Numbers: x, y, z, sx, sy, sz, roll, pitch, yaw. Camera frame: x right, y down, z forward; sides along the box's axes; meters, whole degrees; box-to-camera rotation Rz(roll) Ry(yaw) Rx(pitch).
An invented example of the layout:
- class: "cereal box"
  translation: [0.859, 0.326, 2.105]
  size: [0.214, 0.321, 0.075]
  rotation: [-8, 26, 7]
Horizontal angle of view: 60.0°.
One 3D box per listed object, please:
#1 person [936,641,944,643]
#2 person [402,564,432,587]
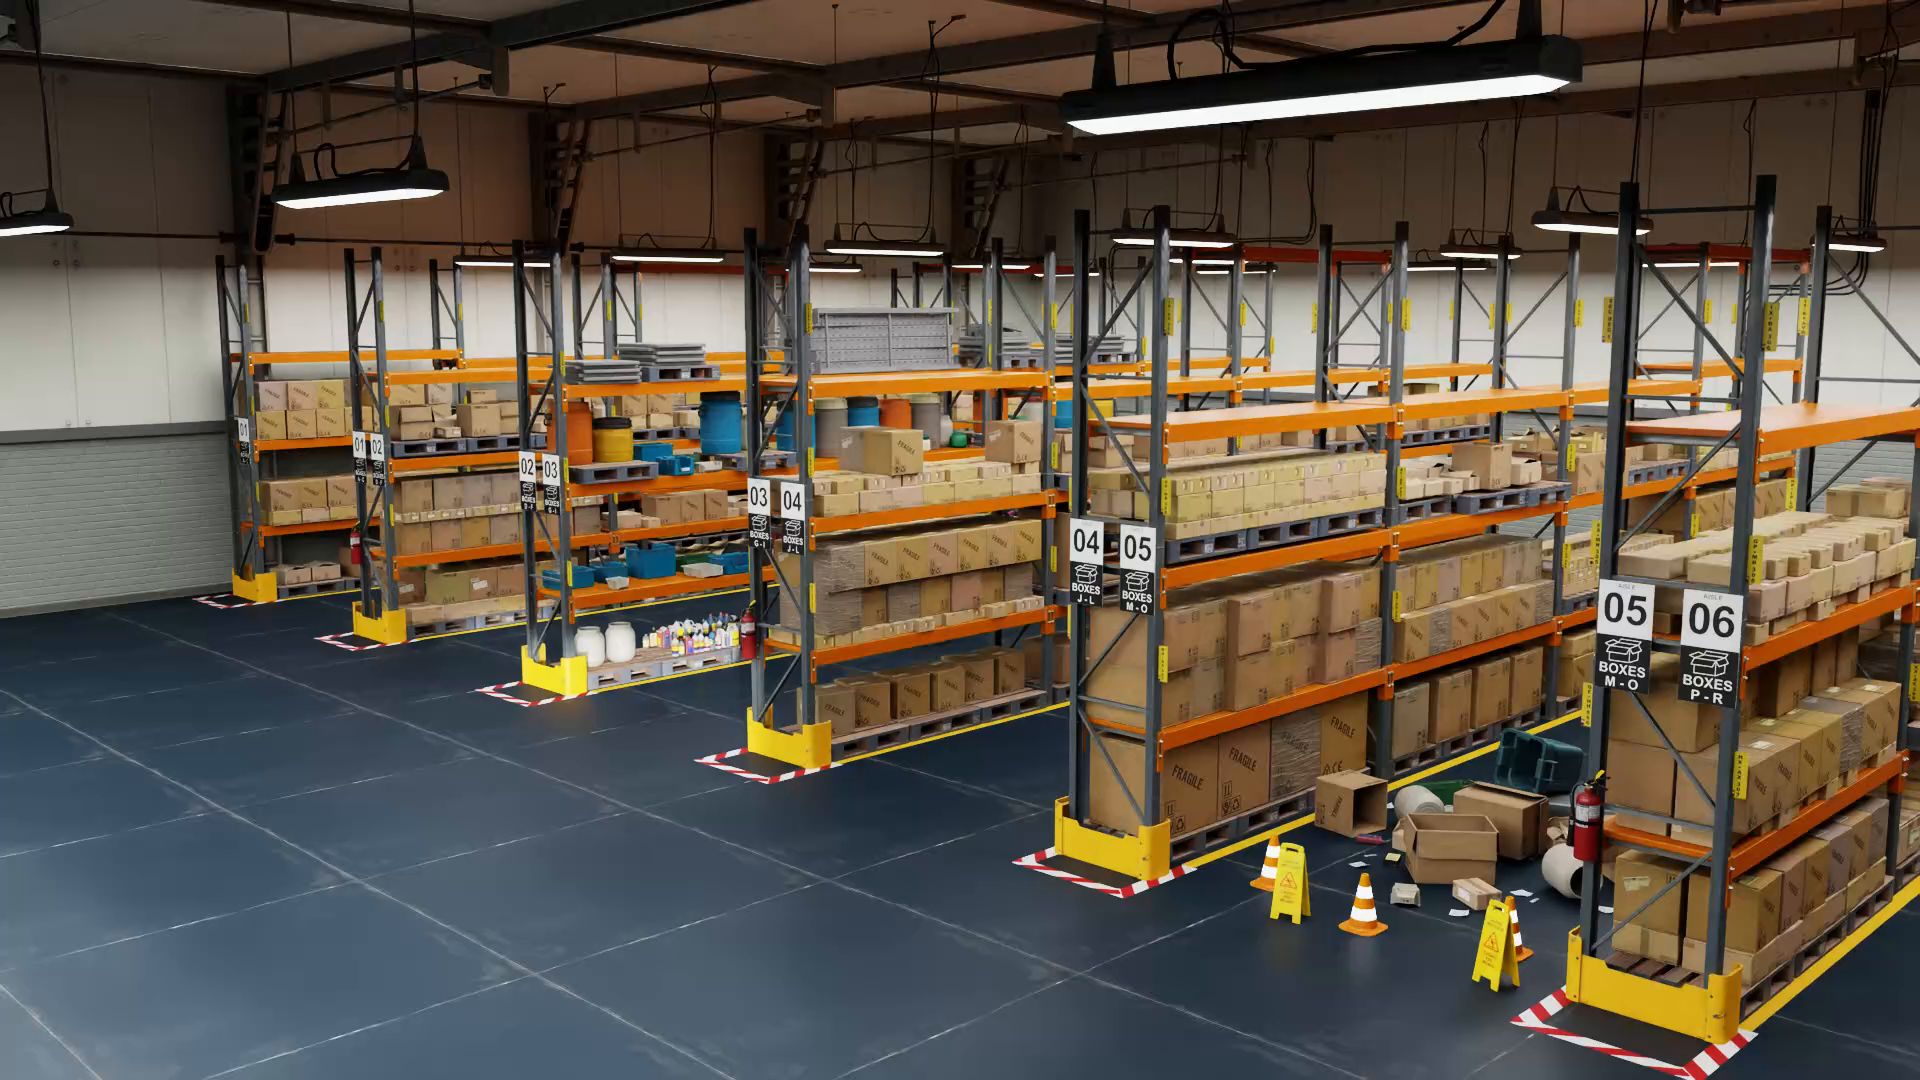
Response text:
- class: "person"
  translation: [-0.297, 0.680, 25.507]
  size: [0.463, 1.758, 0.595]
  rotation: [4, 9, 27]
- class: "person"
  translation: [-9.138, 0.369, 27.852]
  size: [0.575, 1.818, 0.437]
  rotation: [-4, 9, -25]
